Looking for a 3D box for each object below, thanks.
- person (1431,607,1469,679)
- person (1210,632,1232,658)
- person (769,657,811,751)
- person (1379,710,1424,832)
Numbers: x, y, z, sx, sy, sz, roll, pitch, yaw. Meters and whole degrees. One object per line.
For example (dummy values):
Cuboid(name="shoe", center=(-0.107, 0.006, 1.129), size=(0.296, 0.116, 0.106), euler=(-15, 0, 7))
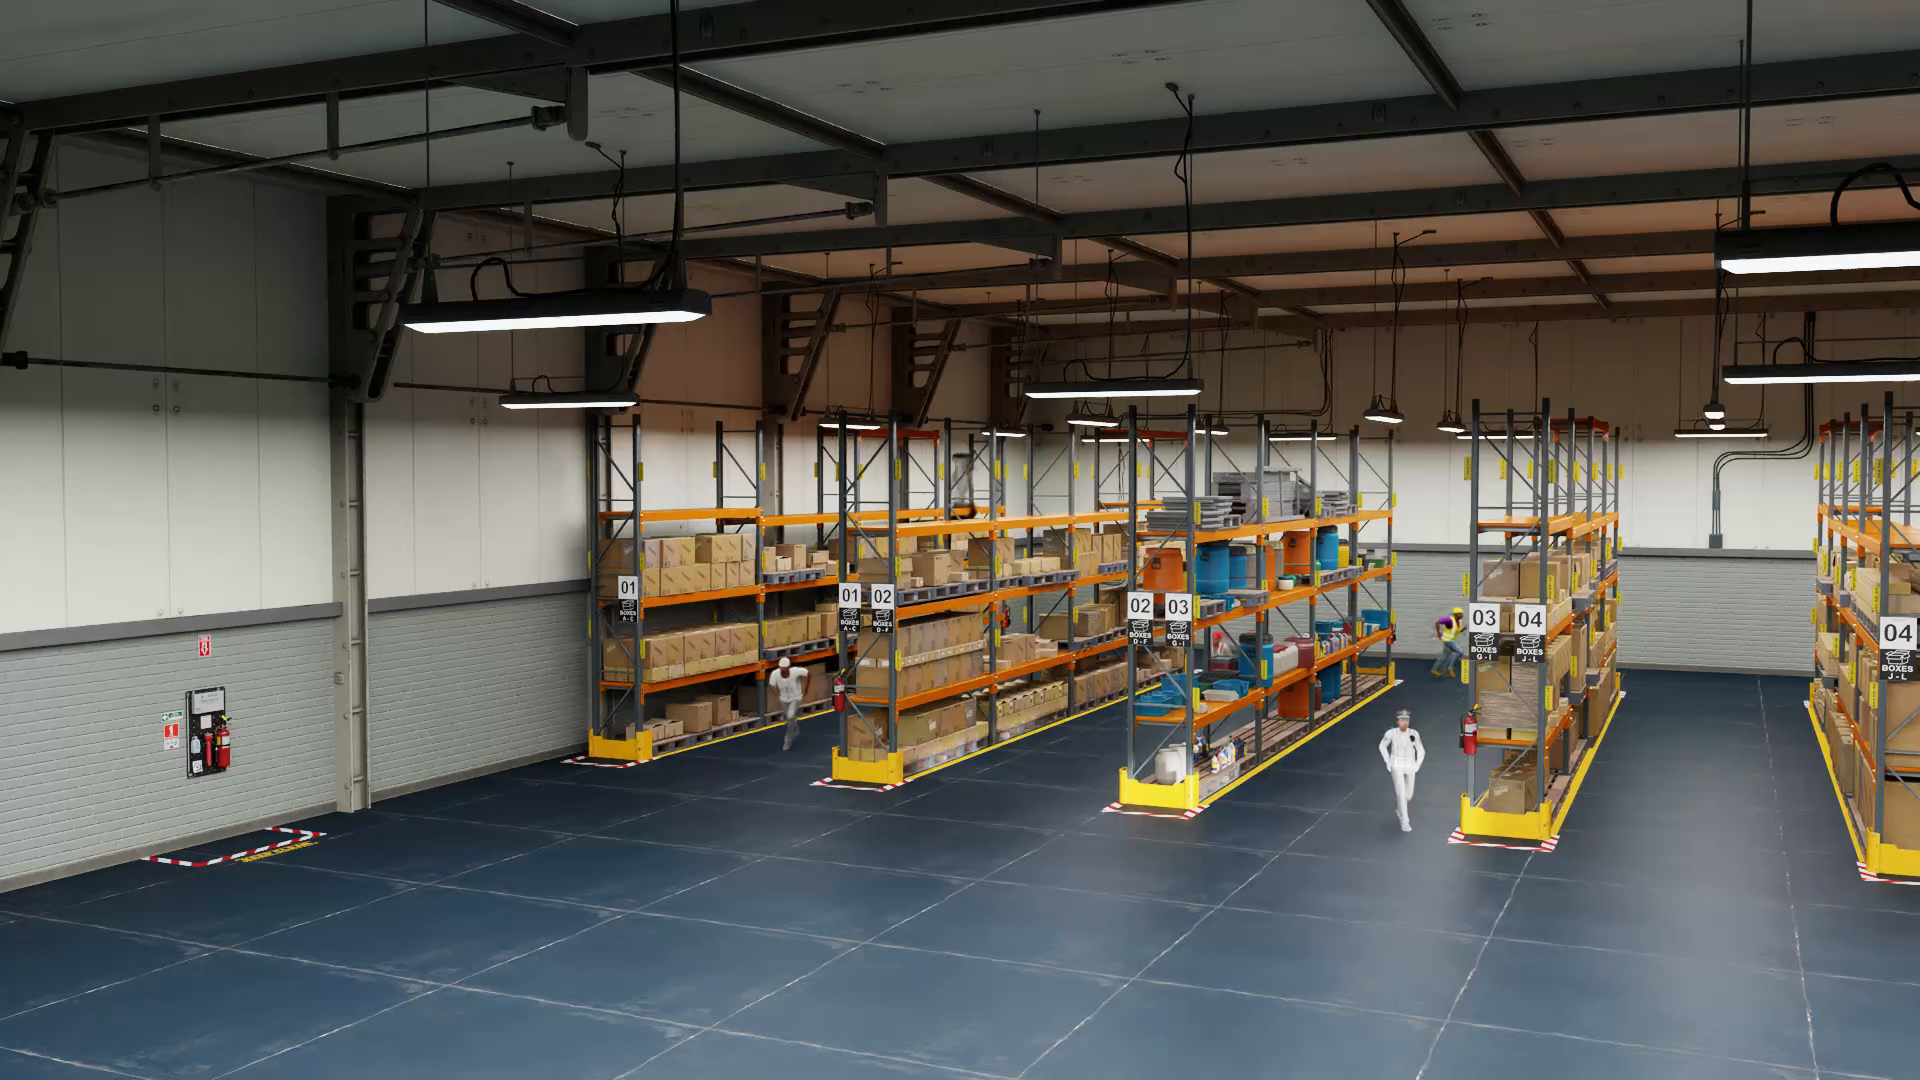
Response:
Cuboid(name="person", center=(11.869, 2.481, 40.303), size=(0.919, 1.718, 0.684), euler=(2, 3, 35))
Cuboid(name="person", center=(5.307, 2.717, 34.198), size=(0.643, 1.700, 0.877), euler=(1, 3, 26))
Cuboid(name="person", center=(-3.074, 2.950, 30.204), size=(0.747, 1.718, 1.046), euler=(0, 2, 9))
Cuboid(name="person", center=(6.231, 3.216, 23.451), size=(0.611, 1.673, 0.784), euler=(0, 2, 1))
